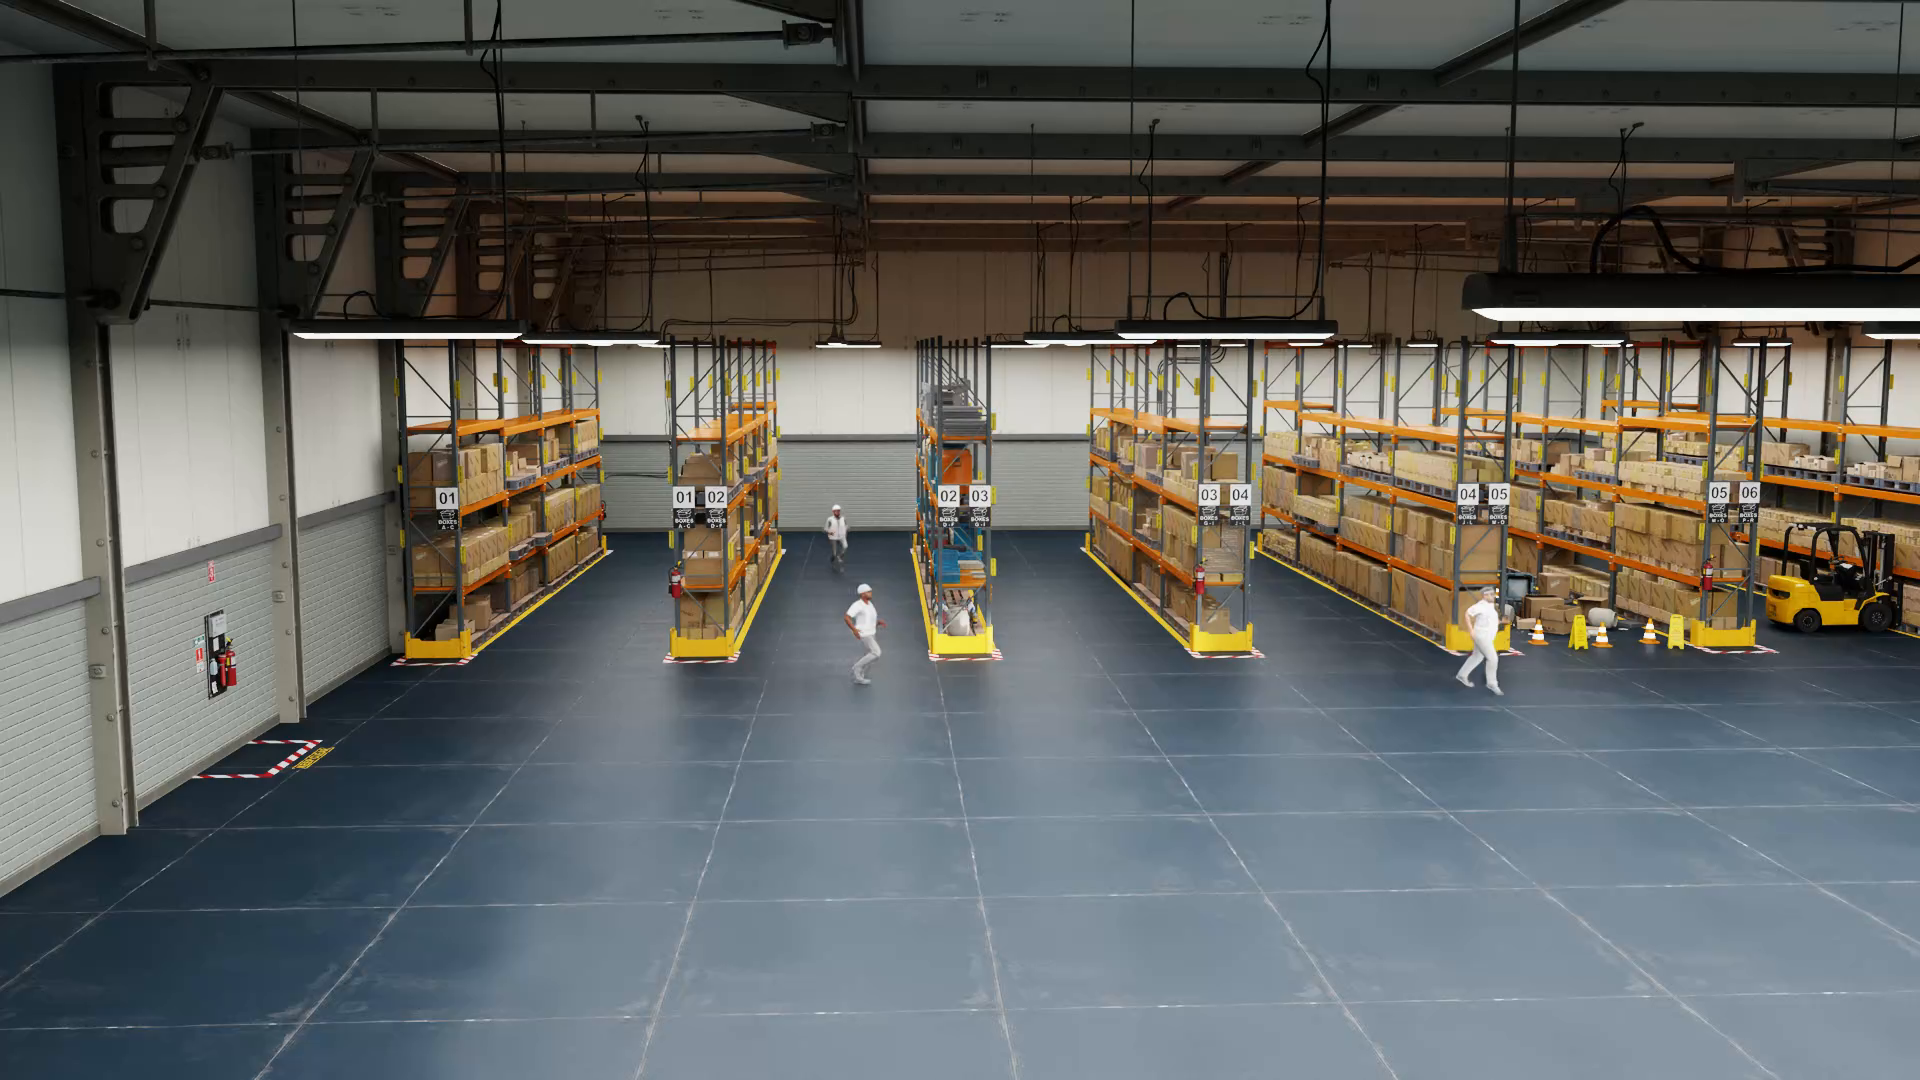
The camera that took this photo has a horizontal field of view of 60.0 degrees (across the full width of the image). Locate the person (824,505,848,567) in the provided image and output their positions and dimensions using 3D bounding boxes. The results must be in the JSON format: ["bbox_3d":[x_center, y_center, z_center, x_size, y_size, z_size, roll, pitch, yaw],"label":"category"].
[{"bbox_3d":[-3.175,-0.090,42.993,0.663,1.638,0.930,-2,7,-18],"label":"person"}]

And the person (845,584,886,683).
[{"bbox_3d":[-1.581,1.617,28.564,0.605,1.723,0.692,2,7,18],"label":"person"}]

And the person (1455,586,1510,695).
[{"bbox_3d":[8.791,1.668,27.975,0.892,1.837,0.634,4,8,31],"label":"person"}]
